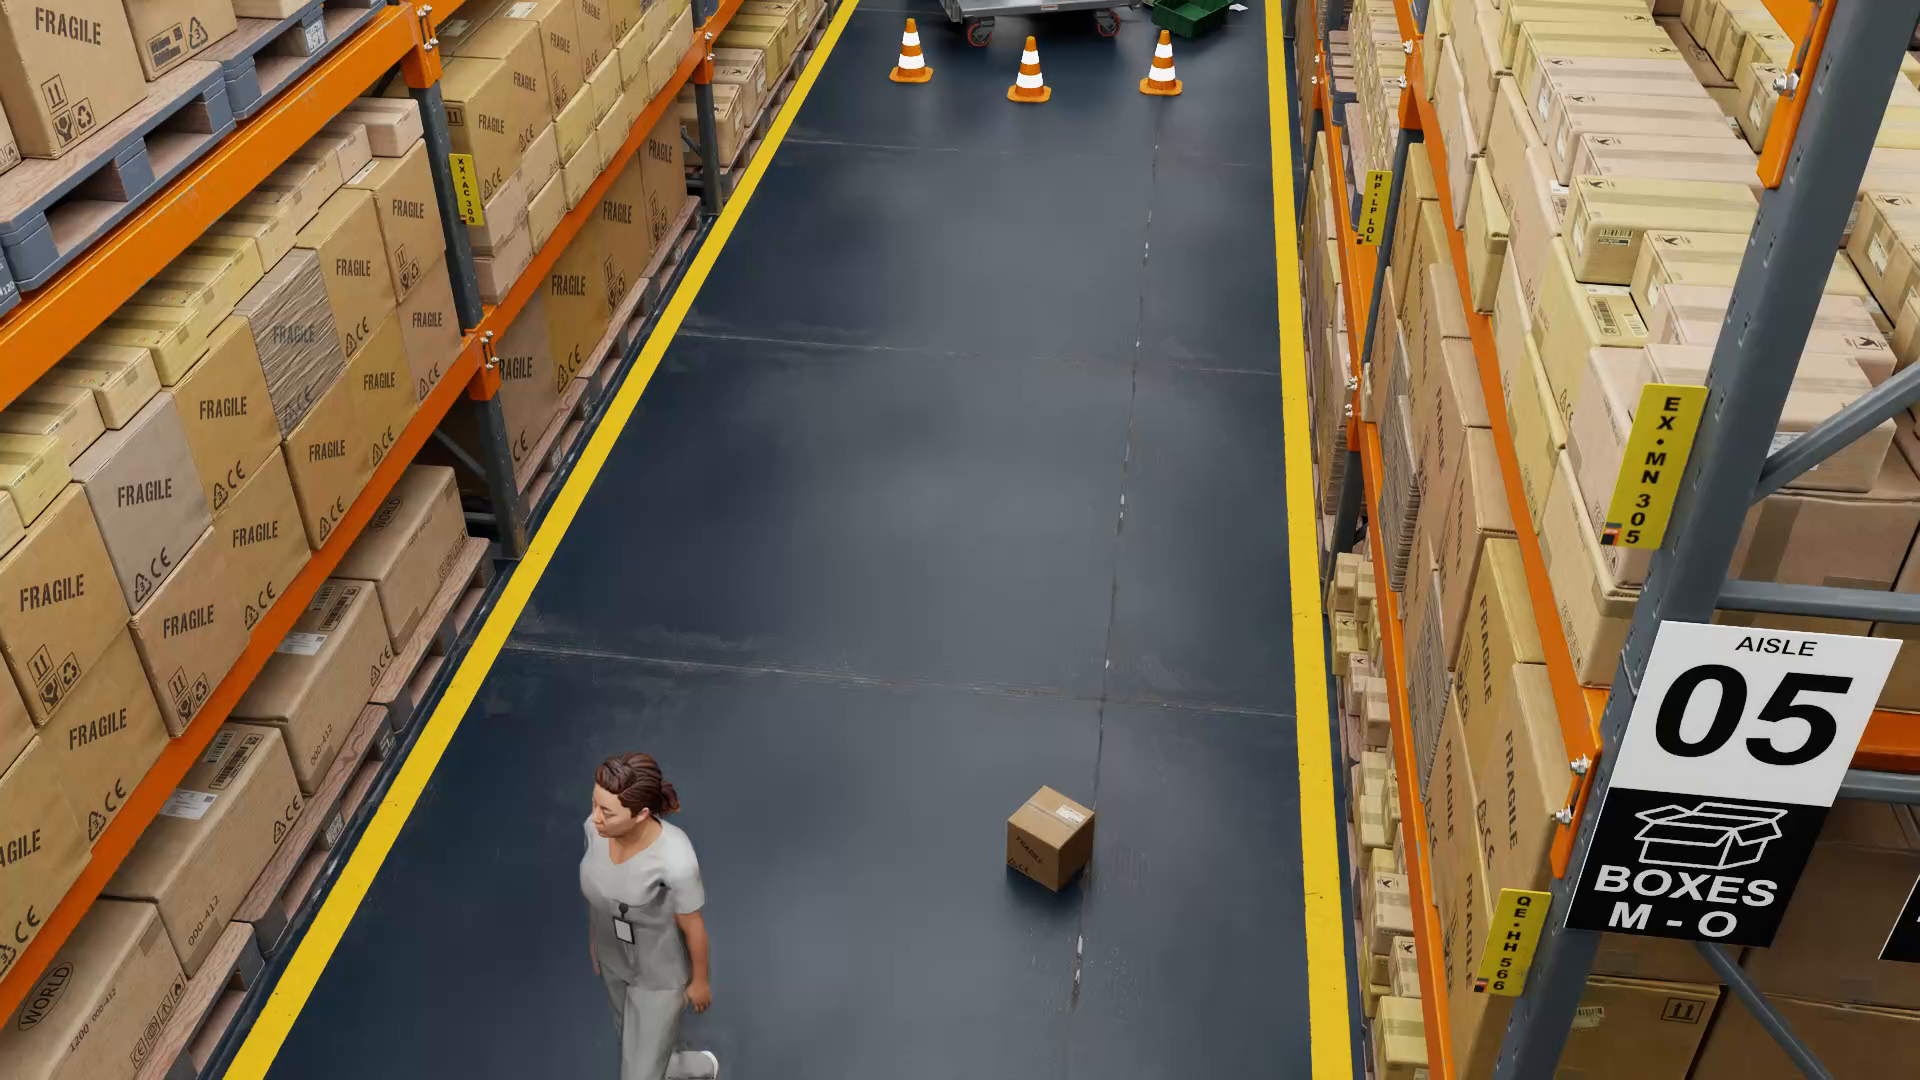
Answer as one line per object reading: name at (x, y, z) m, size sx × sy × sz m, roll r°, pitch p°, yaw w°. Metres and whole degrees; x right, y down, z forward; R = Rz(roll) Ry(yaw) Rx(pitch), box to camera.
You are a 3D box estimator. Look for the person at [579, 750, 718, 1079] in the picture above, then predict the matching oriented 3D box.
person at (-1.003, 1.330, 5.185) m, size 0.460 × 1.666 × 0.460 m, roll 24°, pitch 43°, yaw 29°
